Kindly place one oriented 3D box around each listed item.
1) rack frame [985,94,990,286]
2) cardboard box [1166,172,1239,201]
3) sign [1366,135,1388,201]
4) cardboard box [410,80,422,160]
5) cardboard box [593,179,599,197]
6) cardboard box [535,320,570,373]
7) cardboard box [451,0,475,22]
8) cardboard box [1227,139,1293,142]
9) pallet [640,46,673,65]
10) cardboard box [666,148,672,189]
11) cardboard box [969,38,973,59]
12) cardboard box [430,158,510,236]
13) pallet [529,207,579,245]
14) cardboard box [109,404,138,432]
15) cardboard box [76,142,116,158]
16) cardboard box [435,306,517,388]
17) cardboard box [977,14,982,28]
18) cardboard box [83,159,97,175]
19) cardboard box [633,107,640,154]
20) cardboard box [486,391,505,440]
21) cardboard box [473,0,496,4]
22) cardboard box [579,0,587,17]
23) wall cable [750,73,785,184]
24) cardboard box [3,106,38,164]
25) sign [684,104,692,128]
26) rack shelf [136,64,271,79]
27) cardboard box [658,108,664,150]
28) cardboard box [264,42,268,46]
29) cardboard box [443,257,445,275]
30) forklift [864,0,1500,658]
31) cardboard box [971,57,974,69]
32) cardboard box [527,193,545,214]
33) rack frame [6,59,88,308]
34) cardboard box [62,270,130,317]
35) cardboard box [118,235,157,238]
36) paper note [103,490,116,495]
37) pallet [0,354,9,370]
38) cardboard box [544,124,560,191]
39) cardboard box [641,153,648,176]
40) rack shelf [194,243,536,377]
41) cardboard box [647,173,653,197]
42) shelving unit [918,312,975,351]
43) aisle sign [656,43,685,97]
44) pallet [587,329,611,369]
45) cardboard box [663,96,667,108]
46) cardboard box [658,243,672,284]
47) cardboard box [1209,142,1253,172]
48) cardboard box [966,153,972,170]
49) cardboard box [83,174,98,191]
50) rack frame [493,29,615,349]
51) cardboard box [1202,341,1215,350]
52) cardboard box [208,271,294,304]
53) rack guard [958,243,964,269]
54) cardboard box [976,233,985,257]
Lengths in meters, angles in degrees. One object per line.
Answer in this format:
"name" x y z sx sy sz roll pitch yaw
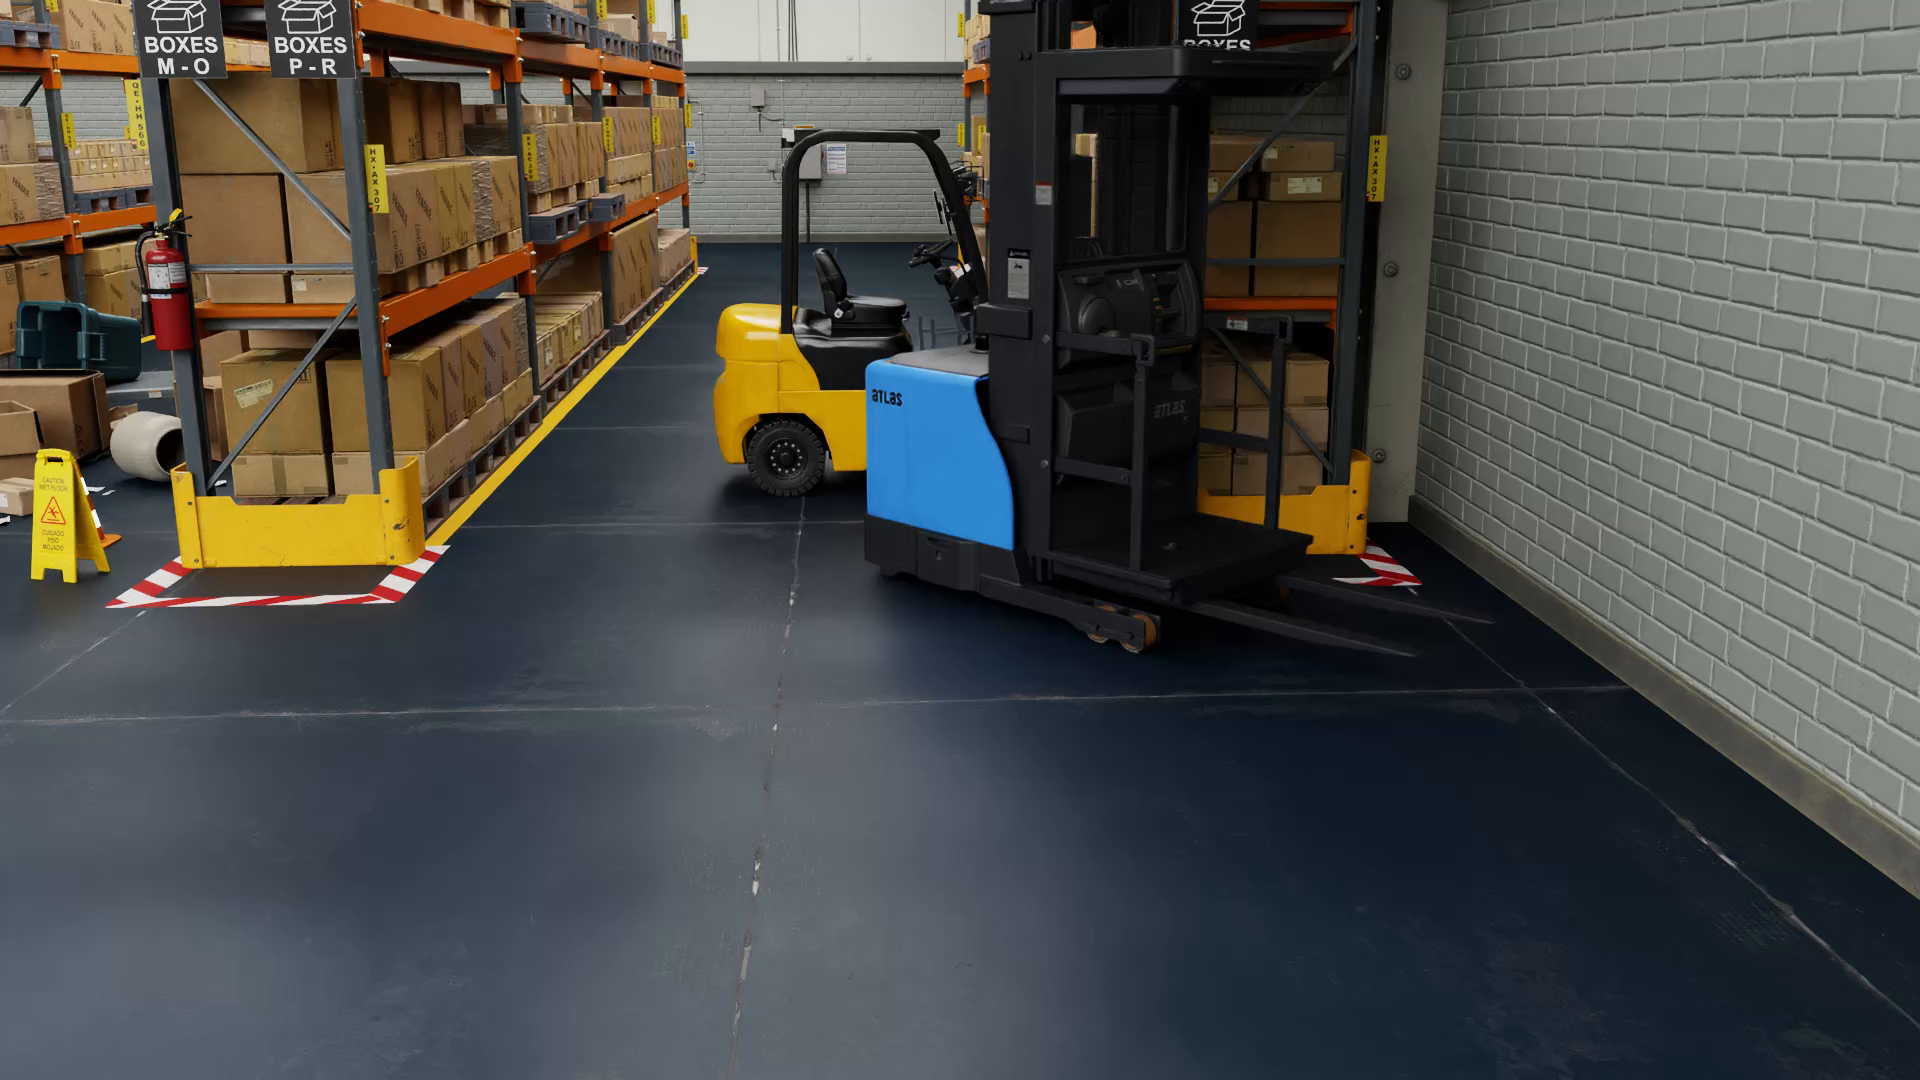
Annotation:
"rack frame" 0.809 -4.402 20.115 1.000 3.000 0.127 -1 14 -3
"cardboard box" 1.251 -1.862 8.741 0.380 0.149 0.250 -1 14 -3
"sign" 2.106 -1.882 8.426 0.100 0.325 0.005 -1 14 -3
"cardboard box" -3.825 -2.646 10.486 0.700 0.500 0.500 -1 14 -5
"cardboard box" -3.493 -3.206 15.128 0.380 0.149 0.250 -1 14 -4
"cardboard box" -3.733 -1.575 13.557 0.950 0.372 0.625 0 14 0
"cardboard box" -3.276 -3.336 10.456 0.380 0.149 0.250 0 14 -2
"cardboard box" 1.731 -2.204 9.472 0.380 0.149 0.250 -1 14 -3
"pallet" -4.258 -6.240 21.419 1.003 0.211 1.213 -1 14 -3
"cardboard box" -3.964 -4.743 21.238 0.500 0.500 0.500 -1 14 -3
"cardboard box" 0.387 -6.553 22.159 0.500 0.250 0.500 -1 14 -5
"cardboard box" -3.335 -2.293 11.120 0.500 0.500 0.500 0 14 -2
"pallet" -3.552 -2.434 12.852 1.003 0.211 1.213 -1 14 -3
"cardboard box" -5.741 -0.775 11.505 0.258 0.266 0.396 -13 20 -42
"cardboard box" -8.713 -3.909 16.669 0.380 0.149 0.250 -1 15 -6
"cardboard box" -3.312 -1.300 11.230 0.500 0.500 0.500 -1 14 -2
"cardboard box" 0.389 -6.048 19.356 0.380 0.149 0.250 0 14 -2
"cardboard box" -8.680 -3.645 16.236 0.380 0.149 0.250 0 14 -1
"cardboard box" -3.816 -4.495 18.269 0.500 0.500 0.500 0 14 -2
"cardboard box" -3.275 -0.805 10.810 0.500 0.250 0.500 -1 14 -3
"cardboard box" -3.321 -3.628 10.790 0.500 0.250 0.500 -1 14 -4
"cardboard box" -4.380 -5.805 18.506 0.500 0.500 0.500 -1 14 -4
"wall cable" -3.351 -7.238 29.099 0.588 1.984 0.122 -1 14 -3
"cardboard box" -8.814 -3.649 14.981 0.700 0.500 0.500 -1 14 -4
"sign" -3.851 -6.000 23.525 0.100 0.325 0.005 -1 14 -3
"rack shelf" -9.203 -5.824 21.068 1.077 0.370 4.000 -1 14 -3
"cardboard box" -3.958 -5.105 20.640 0.500 0.500 0.500 -1 14 -4
"cardboard box" -8.963 -6.349 20.960 0.500 0.250 0.500 -2 15 -6
"cardboard box" -3.277 -1.628 9.839 0.380 0.149 0.250 0 14 -2
"forklift" 0.918 -1.081 7.344 3.031 2.935 1.130 14 20 43
"cardboard box" 0.347 -6.262 21.829 0.380 0.149 0.250 -1 14 -3
"cardboard box" -3.368 -2.559 12.613 0.380 0.149 0.250 -1 14 -3
"rack frame" -8.832 -3.228 15.553 1.000 3.000 0.127 -1 14 -3
"cardboard box" -8.621 -2.401 16.511 0.500 0.500 0.500 -2 15 -6
"cardboard box" -8.716 -3.138 17.872 0.500 0.250 0.500 -2 15 -6
"paper note" -5.184 -0.289 10.129 0.032 0.001 0.123 -1 14 -3
"pallet" -8.786 -1.378 13.957 1.003 0.211 1.213 -1 14 -3
"cardboard box" -3.424 -2.976 12.933 0.500 0.500 0.500 -1 14 -3
"cardboard box" -3.837 -4.264 18.876 0.500 0.250 0.500 -1 14 -2
"rack shelf" -3.526 -1.489 10.237 1.077 0.370 4.000 -1 14 -3
"cardboard box" -3.866 -4.144 19.414 0.500 0.250 0.500 -1 14 -5
"shelving unit" -0.046 -0.602 8.926 0.258 1.200 0.189 -8 15 -20
"aisle sign" -4.088 -6.601 23.444 0.394 0.787 0.004 -1 14 -3
"pallet" -3.850 -1.785 15.539 1.003 0.211 1.213 -1 14 -3
"cardboard box" -3.981 -5.633 21.390 0.380 0.149 0.250 -1 14 -3
"cardboard box" -4.077 -3.445 20.694 0.875 0.438 0.875 -1 14 -4
"cardboard box" 1.320 -2.010 8.719 0.380 0.149 0.250 -1 14 -3
"cardboard box" 0.352 -5.226 23.021 0.500 0.250 0.500 -1 14 -3
"cardboard box" -8.674 -3.491 16.235 0.380 0.149 0.250 0 14 -1
"rack frame" -3.897 -3.330 15.947 1.000 3.000 0.127 -1 14 -3
"cardboard box" 1.175 -1.010 9.601 0.500 0.250 0.500 -1 14 -2
"cardboard box" -3.638 -1.308 8.594 0.380 0.149 0.250 0 14 -2
"rack guard" 0.566 -4.167 24.219 1.175 0.500 0.348 -1 14 -3
"cardboard box" 0.583 -3.765 21.812 0.700 0.500 0.500 -1 14 -6
